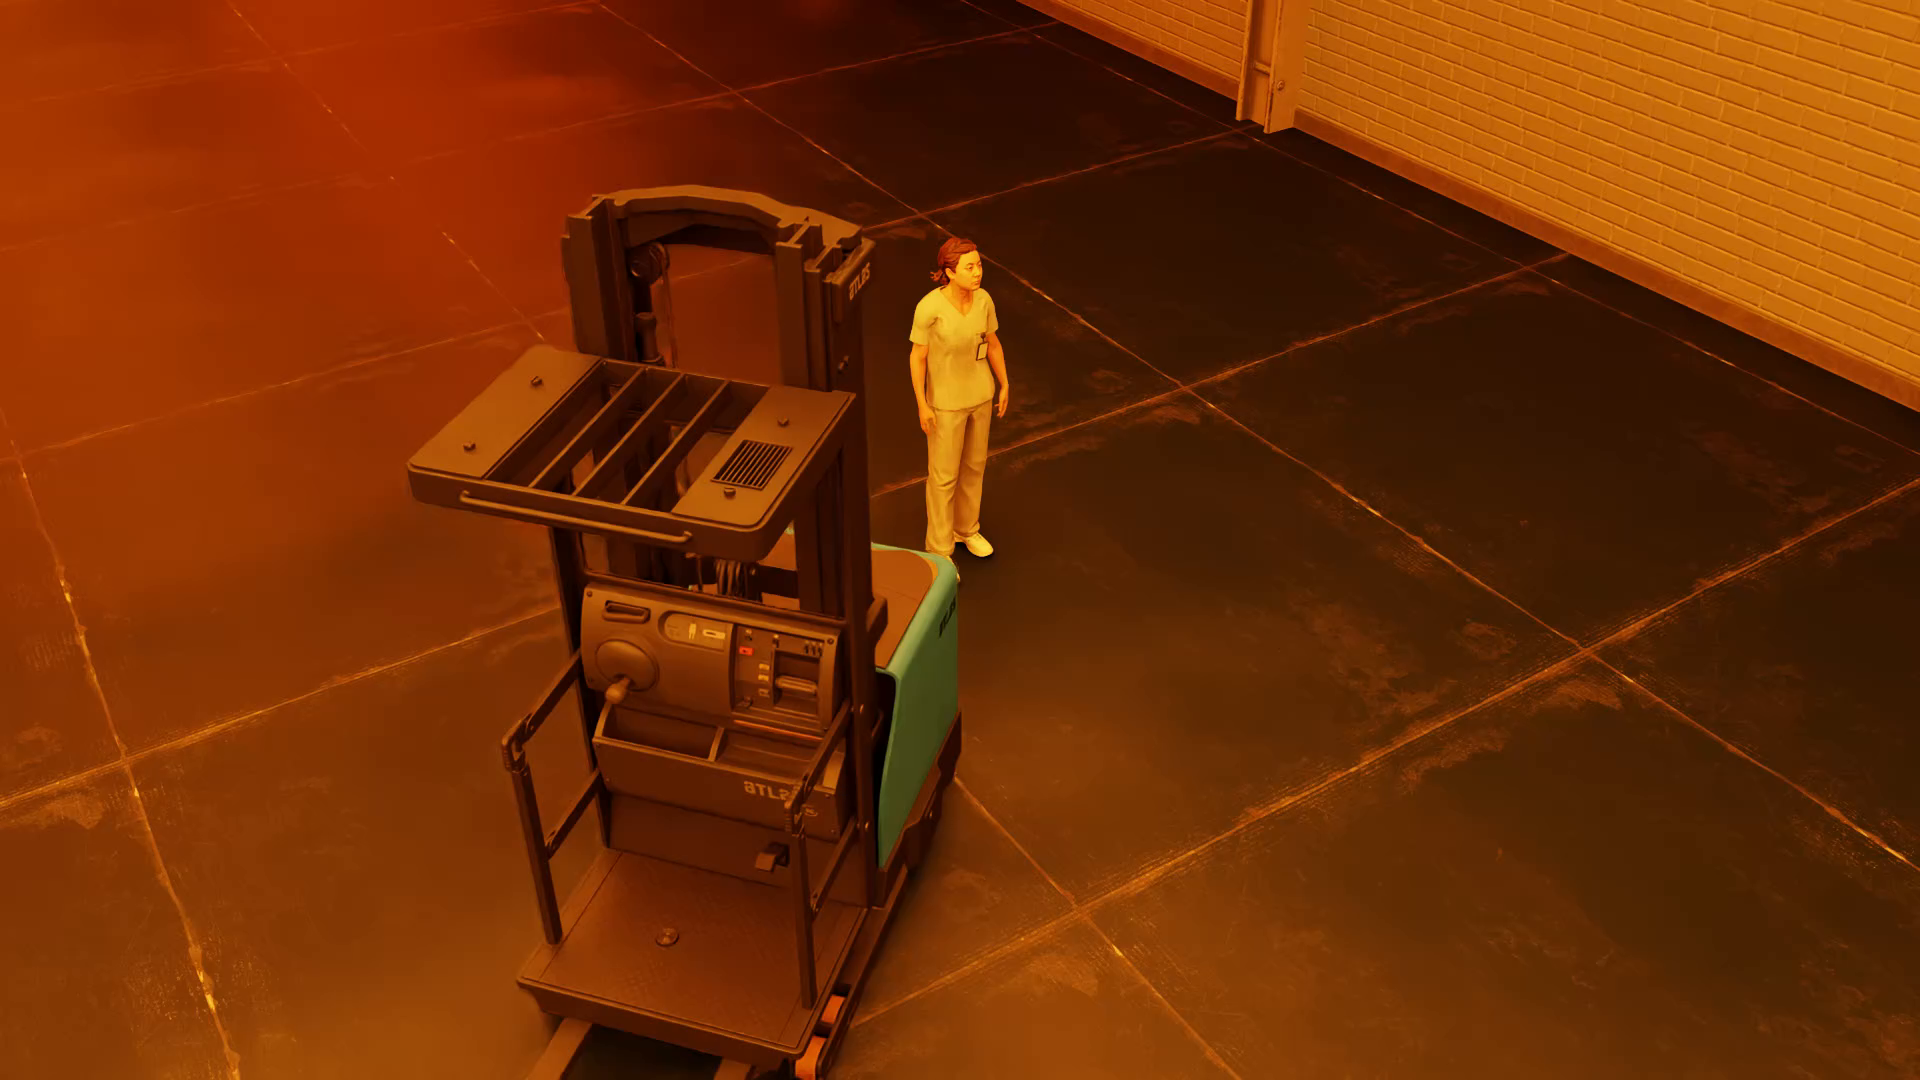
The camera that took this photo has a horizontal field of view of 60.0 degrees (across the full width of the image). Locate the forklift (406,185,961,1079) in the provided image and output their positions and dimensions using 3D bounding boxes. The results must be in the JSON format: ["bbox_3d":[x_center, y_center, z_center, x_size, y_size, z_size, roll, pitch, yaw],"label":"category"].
[{"bbox_3d":[-0.916,0.476,5.470,1.130,2.935,3.031,10,36,14],"label":"forklift"}]

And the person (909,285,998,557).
[{"bbox_3d":[0.009,-0.601,8.240,0.518,1.362,0.395,-21,40,-27],"label":"person"}]
